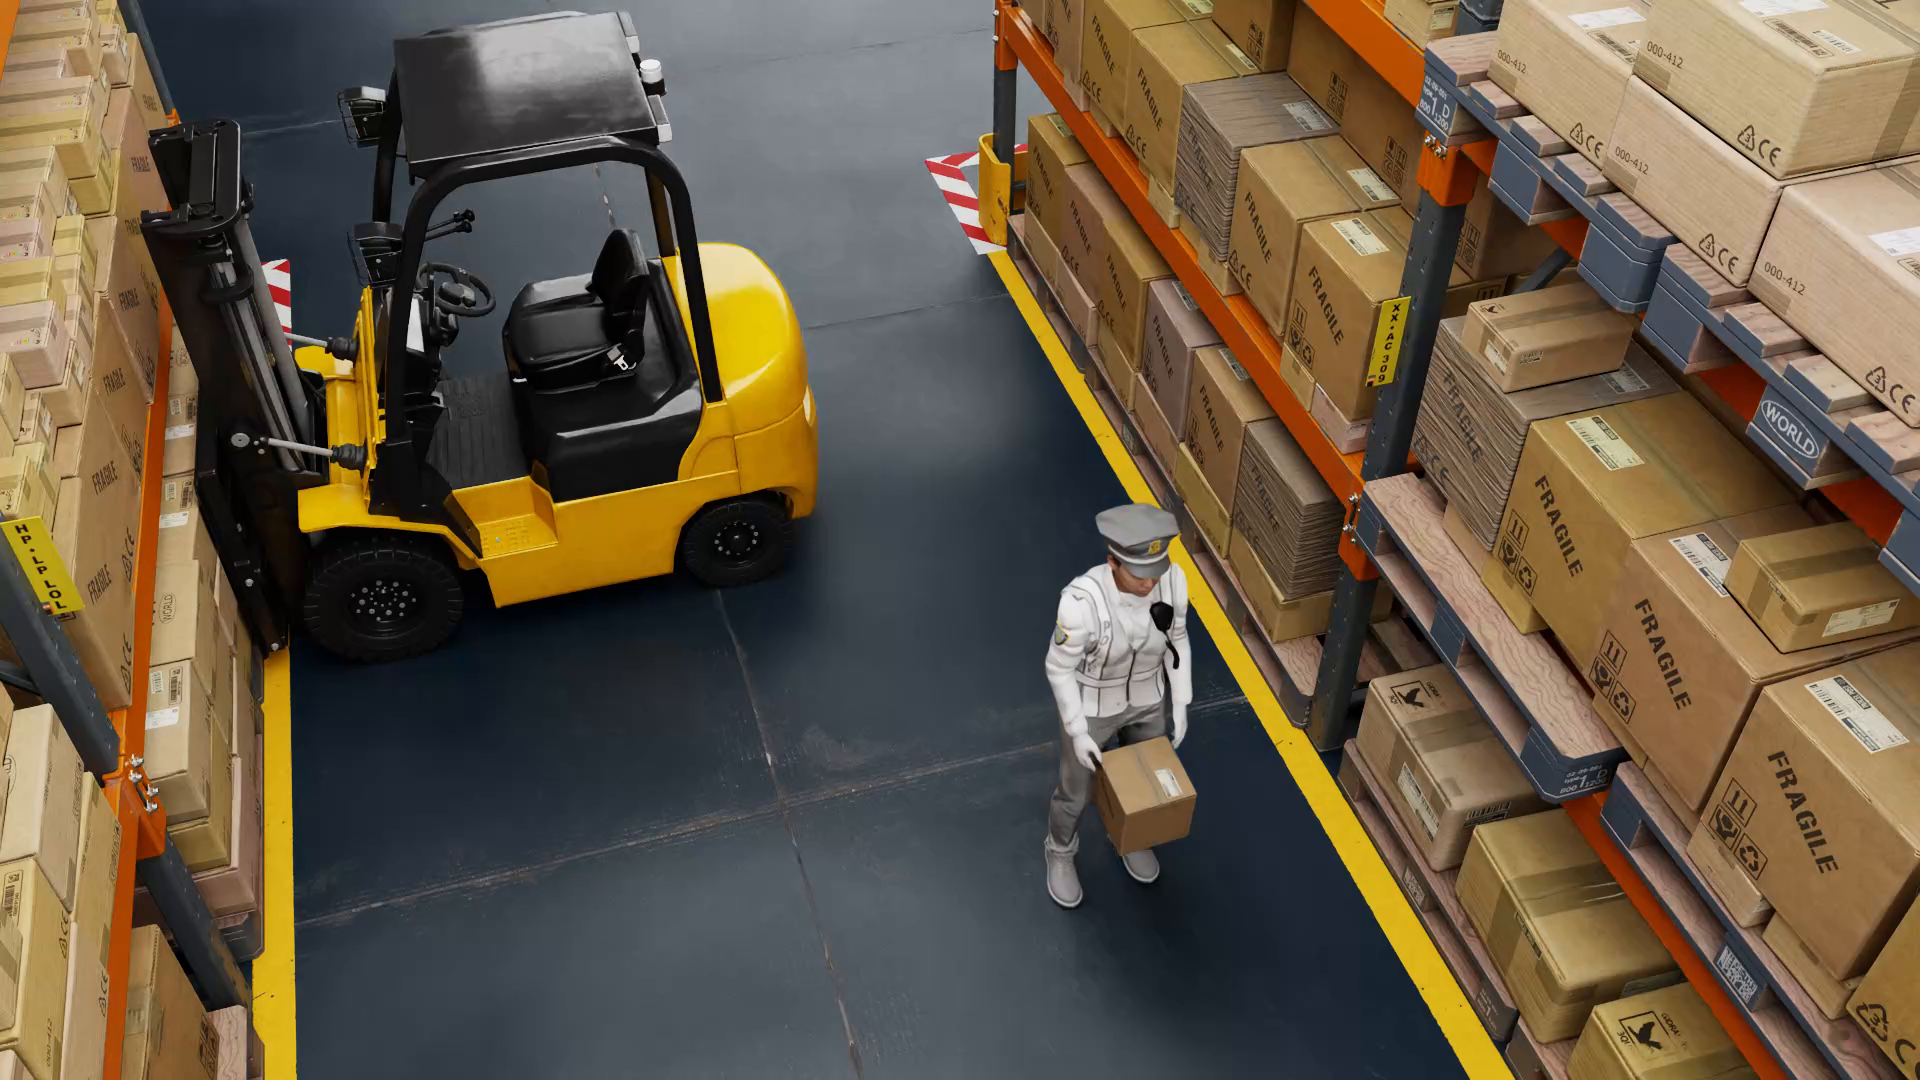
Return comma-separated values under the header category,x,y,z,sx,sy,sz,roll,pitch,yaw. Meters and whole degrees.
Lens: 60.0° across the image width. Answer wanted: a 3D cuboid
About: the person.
category,x,y,z,sx,sy,sz,roll,pitch,yaw
person,0.525,0.550,5.546,0.504,1.678,0.372,-13,44,-14
